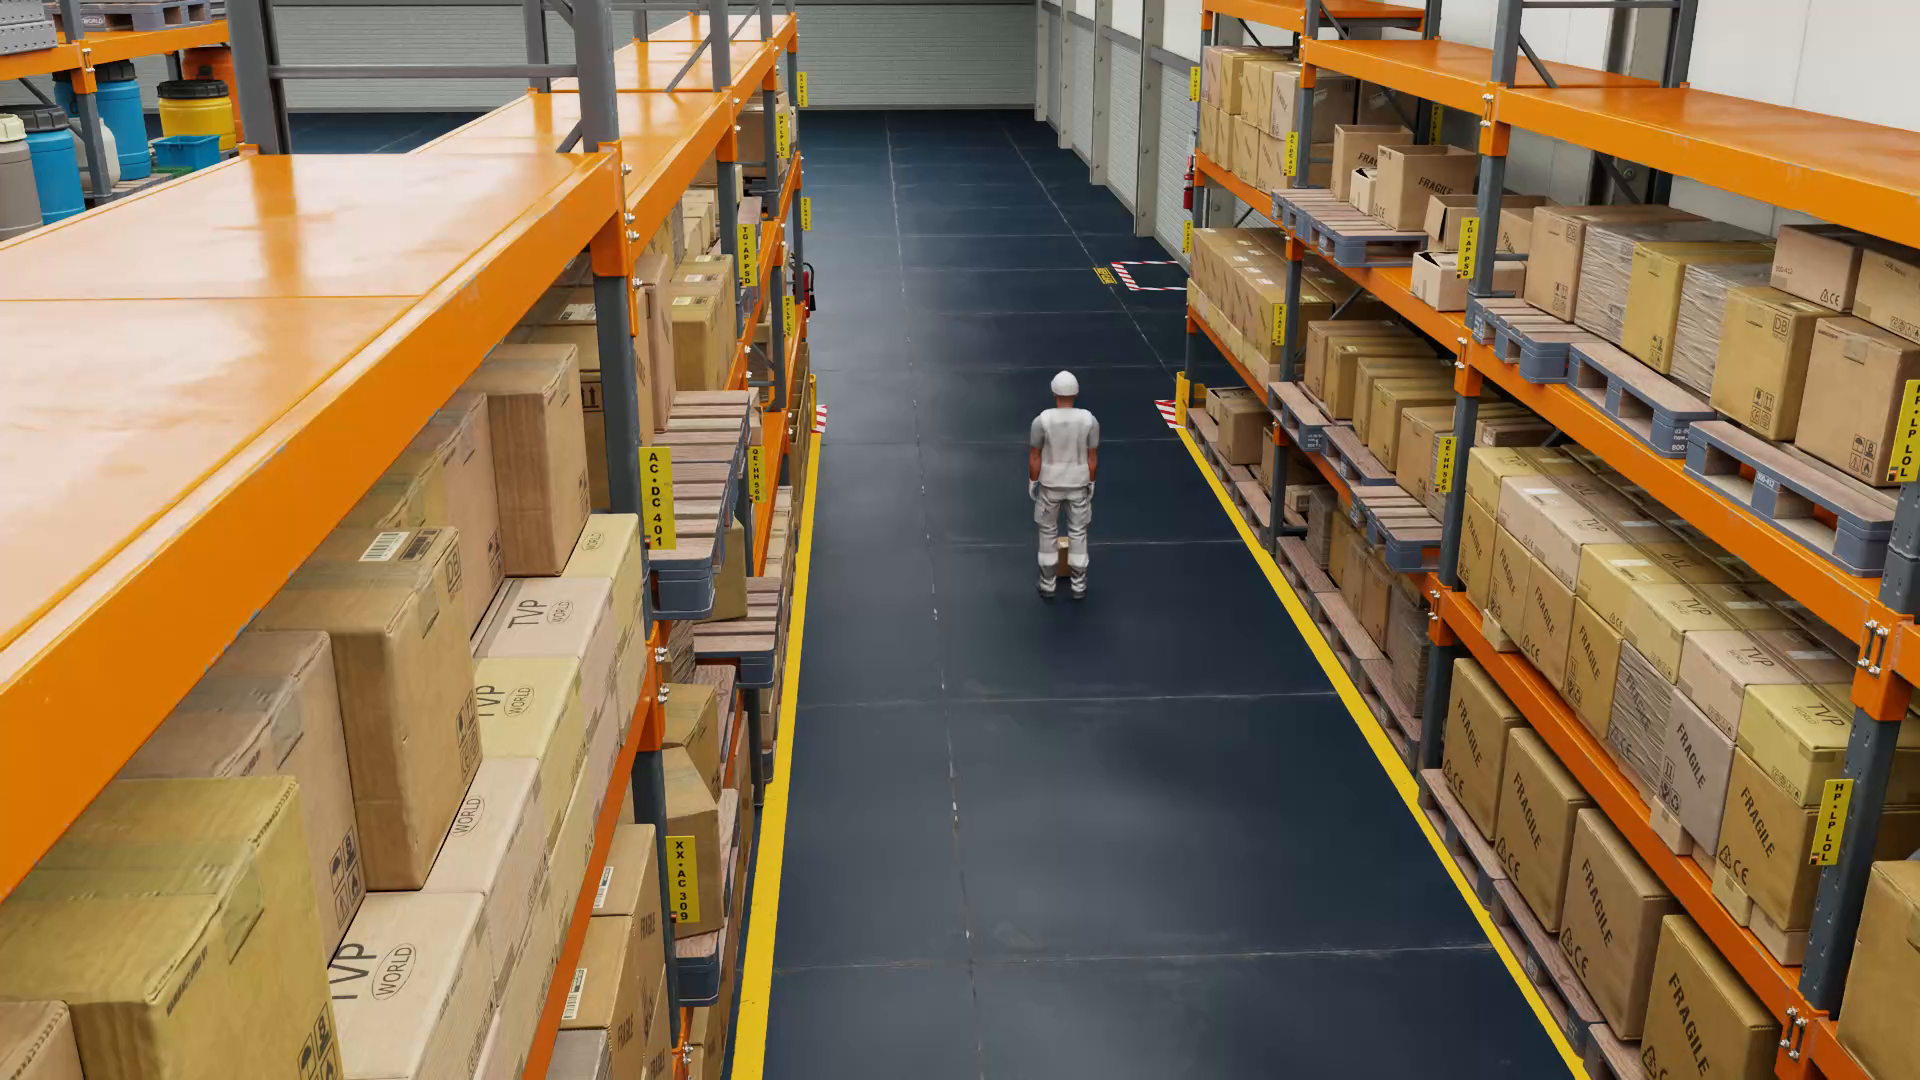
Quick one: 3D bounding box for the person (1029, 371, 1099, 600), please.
[{"bbox_3d":[0.785,-0.422,12.694,0.524,1.788,0.358,-1,20,-2],"label":"person"}]
